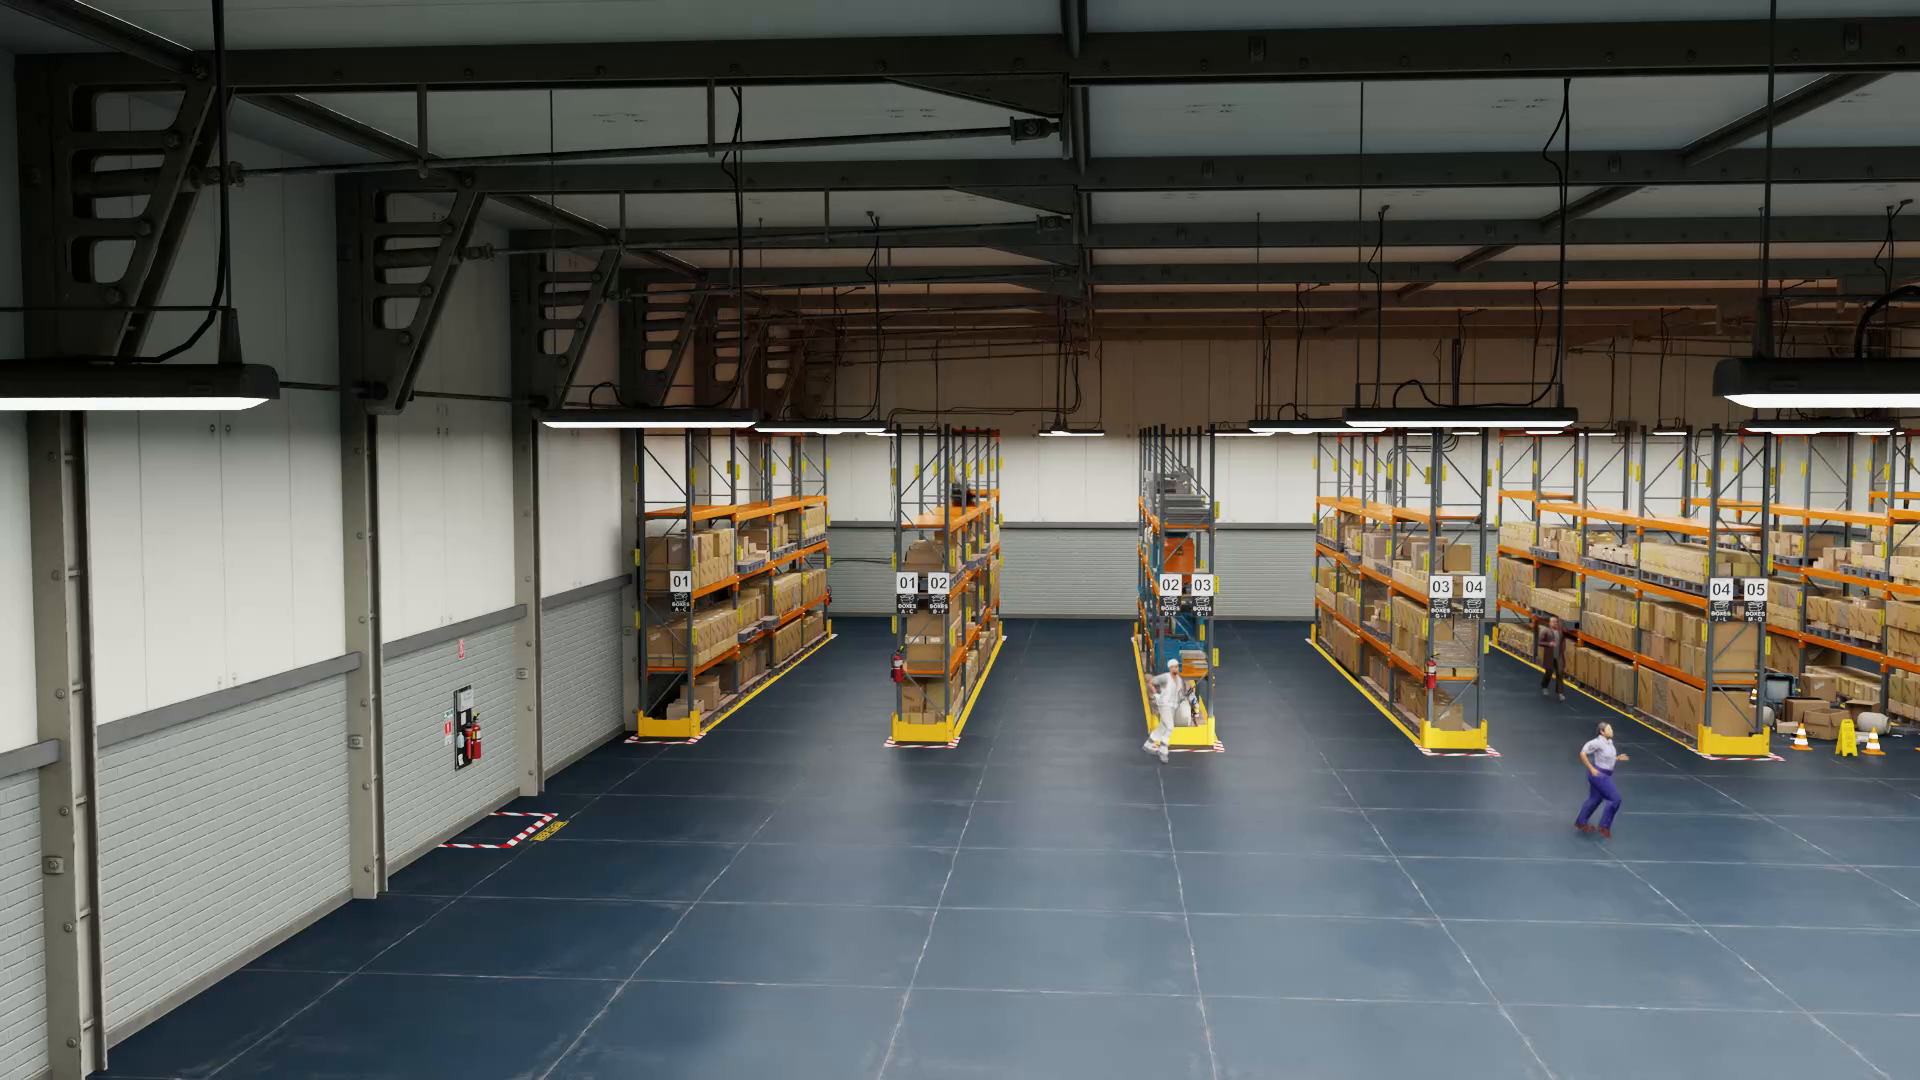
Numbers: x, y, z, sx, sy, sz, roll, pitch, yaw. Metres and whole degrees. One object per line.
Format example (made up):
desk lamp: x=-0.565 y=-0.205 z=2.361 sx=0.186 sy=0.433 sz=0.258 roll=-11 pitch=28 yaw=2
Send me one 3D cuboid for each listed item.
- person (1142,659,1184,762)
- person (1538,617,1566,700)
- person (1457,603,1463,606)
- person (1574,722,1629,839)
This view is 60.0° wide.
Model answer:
person: x=3.684 y=3.043 z=29.871 sx=0.714 sy=1.830 sz=0.713 roll=-3 pitch=5 yaw=-44
person: x=13.026 y=2.574 z=36.495 sx=0.710 sy=1.770 sz=1.000 roll=0 pitch=3 yaw=-2
person: x=13.798 y=2.080 z=46.682 sx=0.686 sy=1.609 sz=0.960 roll=3 pitch=4 yaw=36
person: x=9.245 y=3.464 z=23.973 sx=0.726 sy=1.707 sz=0.559 roll=2 pitch=4 yaw=30
